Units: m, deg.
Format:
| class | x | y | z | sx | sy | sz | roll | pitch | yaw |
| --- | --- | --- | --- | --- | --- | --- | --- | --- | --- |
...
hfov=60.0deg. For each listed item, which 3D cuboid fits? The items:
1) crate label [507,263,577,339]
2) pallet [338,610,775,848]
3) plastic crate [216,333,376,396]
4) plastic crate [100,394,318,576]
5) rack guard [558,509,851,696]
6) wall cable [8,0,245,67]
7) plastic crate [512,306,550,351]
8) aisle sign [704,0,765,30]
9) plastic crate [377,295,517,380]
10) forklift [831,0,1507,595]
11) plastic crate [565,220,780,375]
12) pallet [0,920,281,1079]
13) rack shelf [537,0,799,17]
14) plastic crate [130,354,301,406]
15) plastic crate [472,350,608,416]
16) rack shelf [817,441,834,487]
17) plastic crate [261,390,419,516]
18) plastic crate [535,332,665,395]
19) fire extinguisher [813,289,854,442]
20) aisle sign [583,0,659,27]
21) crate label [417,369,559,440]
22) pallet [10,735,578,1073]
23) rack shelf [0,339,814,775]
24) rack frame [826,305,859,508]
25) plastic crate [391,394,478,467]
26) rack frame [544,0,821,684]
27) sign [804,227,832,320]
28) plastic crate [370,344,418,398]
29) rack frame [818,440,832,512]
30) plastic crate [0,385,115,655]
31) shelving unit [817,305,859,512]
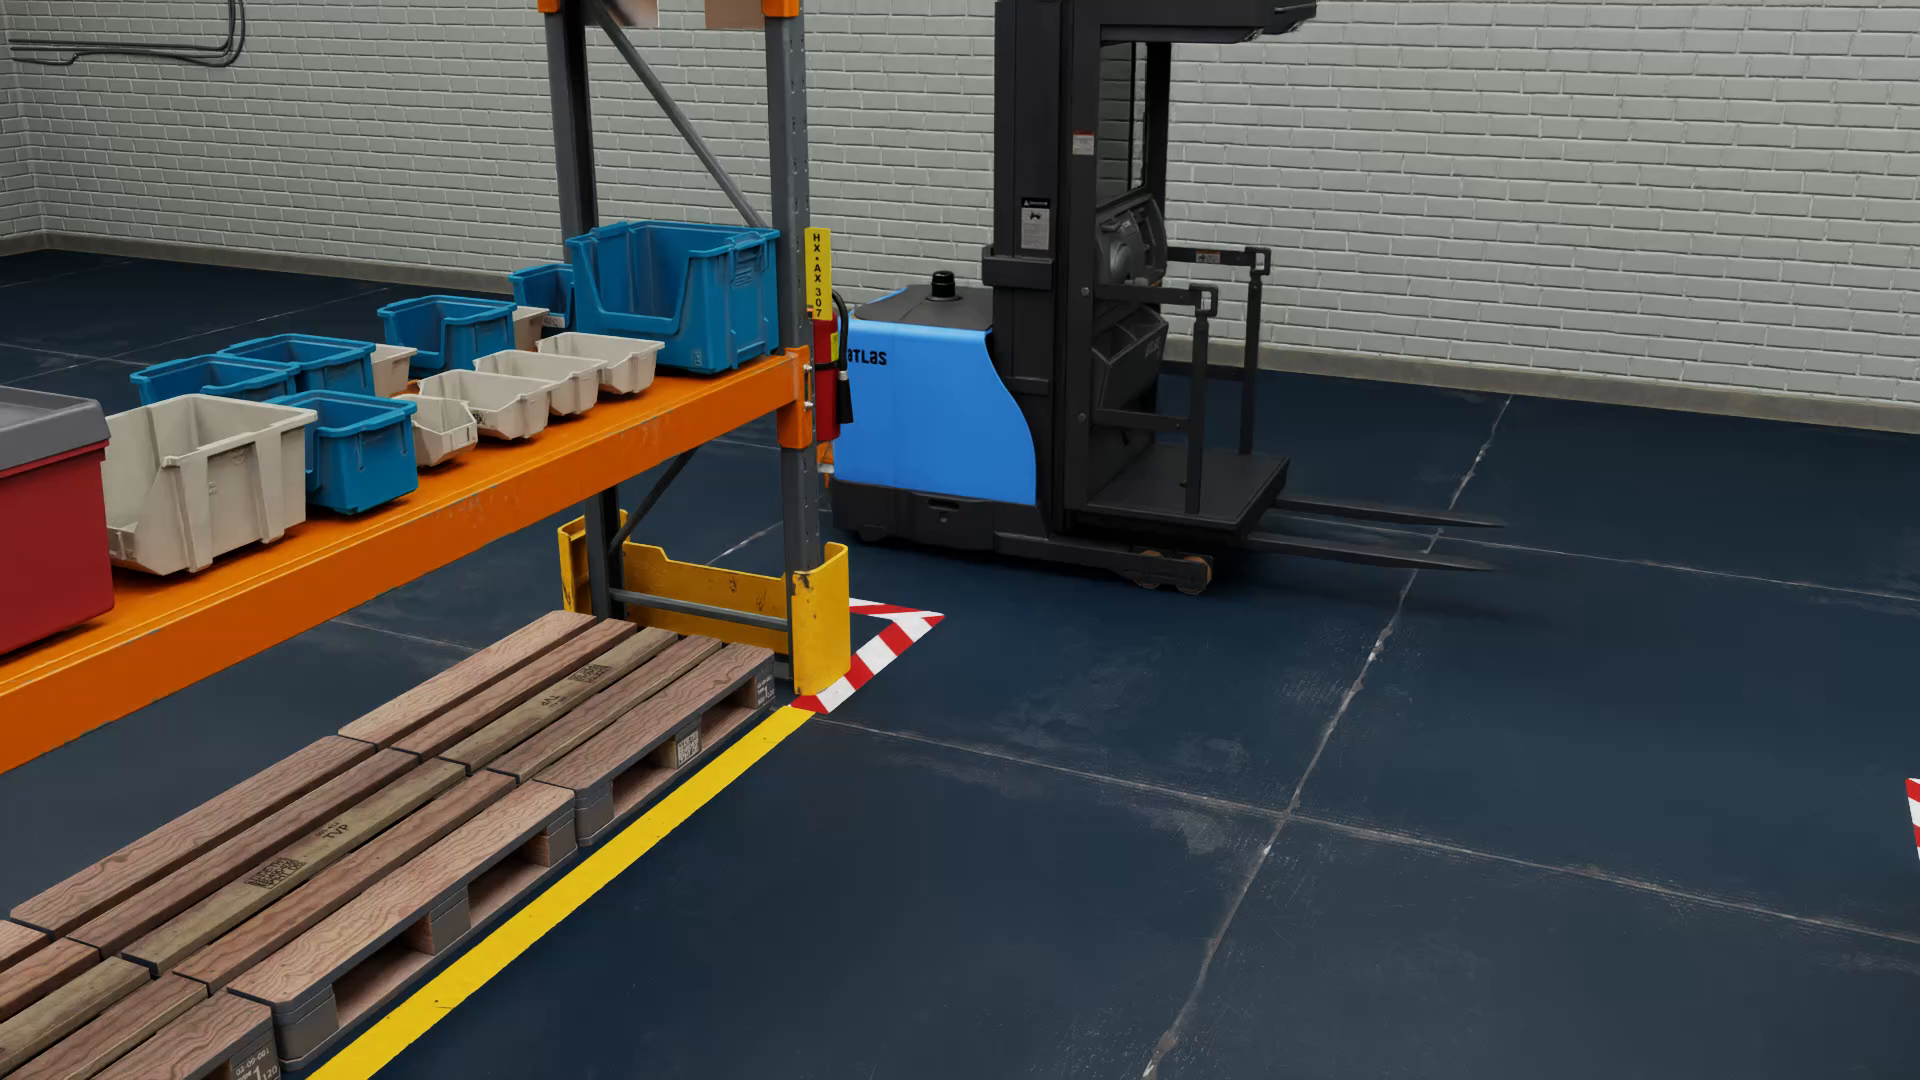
| class | x | y | z | sx | sy | sz | roll | pitch | yaw |
| --- | --- | --- | --- | --- | --- | --- | --- | --- | --- |
| crate label | -1.412 | -0.857 | 6.063 | 0.416 | 0.233 | 0.303 | 9 | 21 | 23 |
| pallet | -1.384 | 0.622 | 5.904 | 1.003 | 0.211 | 1.213 | 9 | 21 | 23 |
| plastic crate | -1.951 | -0.455 | 4.931 | 0.416 | 0.233 | 0.300 | 9 | 21 | 23 |
| plastic crate | -1.855 | -0.129 | 3.943 | 0.437 | 0.282 | 0.530 | 9 | 21 | 23 |
| rack guard | -1.013 | 0.230 | 6.575 | 1.175 | 0.500 | 0.348 | 9 | 21 | 23 |
| wall cable | -7.407 | -5.341 | 14.192 | 3.097 | 2.526 | 0.112 | 9 | 21 | 23 |
| plastic crate | -1.619 | -0.725 | 5.835 | 0.250 | 0.136 | 0.298 | 9 | 21 | 23 |
| aisle sign | -0.714 | -2.145 | 5.644 | 0.394 | 0.787 | 0.004 | 9 | 21 | 23 |
| plastic crate | -1.682 | -0.656 | 5.497 | 0.416 | 0.233 | 0.300 | 9 | 21 | 23 |
| forklift | 0.952 | -1.343 | 7.372 | 3.031 | 2.935 | 1.130 | 8 | 21 | 21 |
| plastic crate | -0.978 | -0.855 | 5.754 | 0.616 | 0.435 | 0.499 | 9 | 21 | 23 |
| pallet | -2.383 | 1.368 | 3.806 | 1.003 | 0.211 | 1.213 | 9 | 21 | 23 |
| rack shelf | -1.830 | -1.401 | 4.029 | 1.077 | 0.370 | 4.000 | 9 | 21 | 23 |
| plastic crate | -2.074 | -0.363 | 4.673 | 0.416 | 0.233 | 0.300 | 9 | 21 | 23 |
| plastic crate | -1.311 | -0.481 | 5.150 | 0.396 | 0.136 | 0.243 | 9 | 21 | 23 |
| rack shelf | -0.629 | -0.340 | 8.219 | 0.215 | 0.259 | 0.240 | 8 | 21 | 21 |
| plastic crate | -1.618 | -0.225 | 4.284 | 0.416 | 0.233 | 0.300 | 9 | 21 | 23 |
| plastic crate | -1.180 | -0.568 | 5.394 | 0.396 | 0.136 | 0.243 | 9 | 21 | 23 |
| fire extinguisher | -0.534 | -0.710 | 6.160 | 0.296 | 0.674 | 0.183 | 9 | 21 | 23 |
| aisle sign | -1.252 | -2.226 | 5.871 | 0.394 | 0.787 | 0.004 | 9 | 21 | 23 |
| crate label | -1.403 | -0.393 | 4.901 | 0.396 | 0.136 | 0.243 | 9 | 21 | 23 |
| pallet | -1.885 | 0.994 | 4.859 | 1.003 | 0.211 | 1.213 | 9 | 21 | 23 |
| rack shelf | -1.830 | 0.012 | 4.532 | 1.077 | 0.370 | 4.000 | 9 | 21 | 23 |
| rack frame | -0.583 | -0.650 | 8.229 | 0.200 | 1.050 | 0.008 | 8 | 21 | 21 |
| plastic crate | -1.507 | -0.300 | 4.640 | 0.298 | 0.136 | 0.250 | 9 | 21 | 23 |
| rack frame | -1.011 | -0.938 | 6.130 | 1.000 | 3.000 | 0.127 | 9 | 21 | 23 |
| sign | -0.502 | -0.945 | 5.905 | 0.100 | 0.325 | 0.005 | 9 | 21 | 23 |
| plastic crate | -1.897 | -0.518 | 5.252 | 0.250 | 0.136 | 0.298 | 9 | 21 | 23 |
| rack frame | -0.676 | -0.574 | 8.017 | 0.200 | 1.050 | 0.008 | 8 | 21 | 21 |
| plastic crate | -2.054 | -0.012 | 3.342 | 0.402 | 0.464 | 0.583 | 9 | 21 | 23 |
| shelving unit | -0.629 | -0.612 | 8.123 | 0.215 | 1.050 | 0.252 | 8 | 21 | 21 |
